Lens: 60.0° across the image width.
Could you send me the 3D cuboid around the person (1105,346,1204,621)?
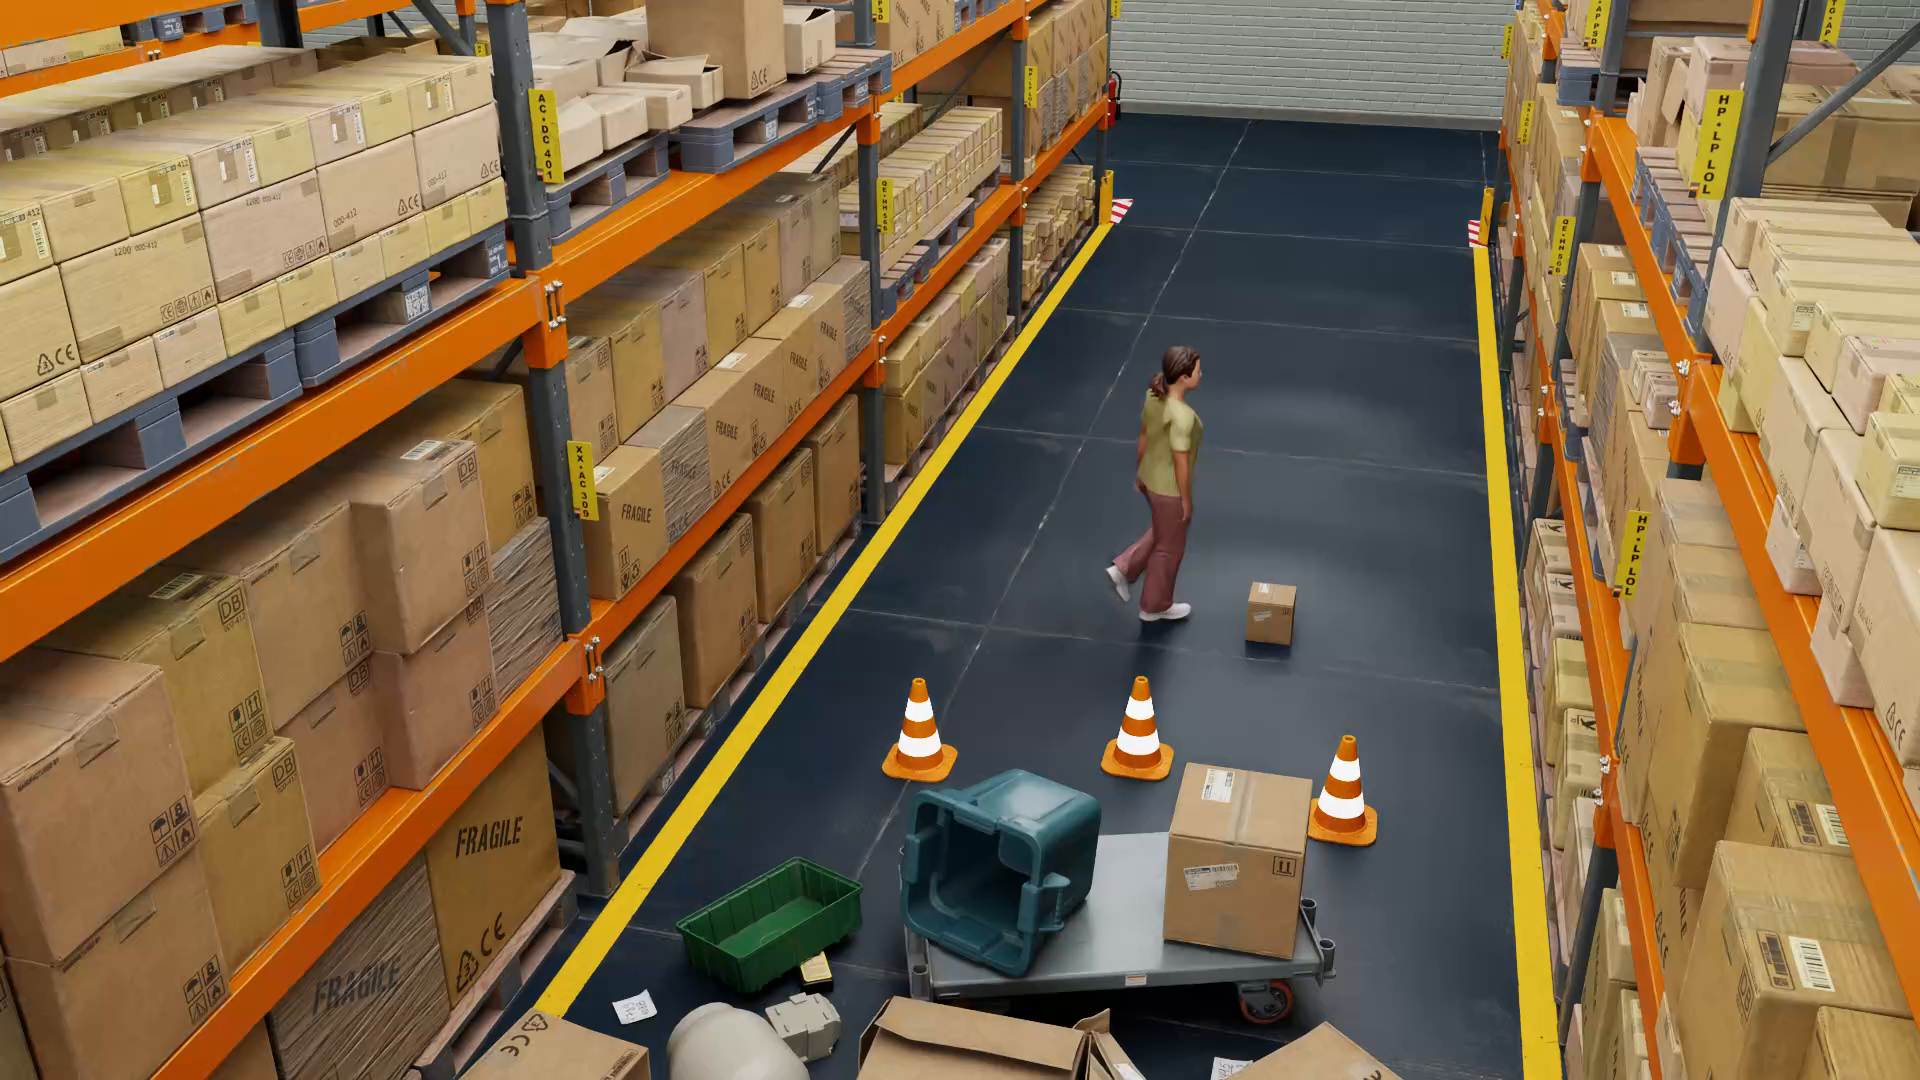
[{"bbox_3d":[1.120,-0.282,9.159,0.503,1.667,0.503,-8,27,-17],"label":"person"}]
